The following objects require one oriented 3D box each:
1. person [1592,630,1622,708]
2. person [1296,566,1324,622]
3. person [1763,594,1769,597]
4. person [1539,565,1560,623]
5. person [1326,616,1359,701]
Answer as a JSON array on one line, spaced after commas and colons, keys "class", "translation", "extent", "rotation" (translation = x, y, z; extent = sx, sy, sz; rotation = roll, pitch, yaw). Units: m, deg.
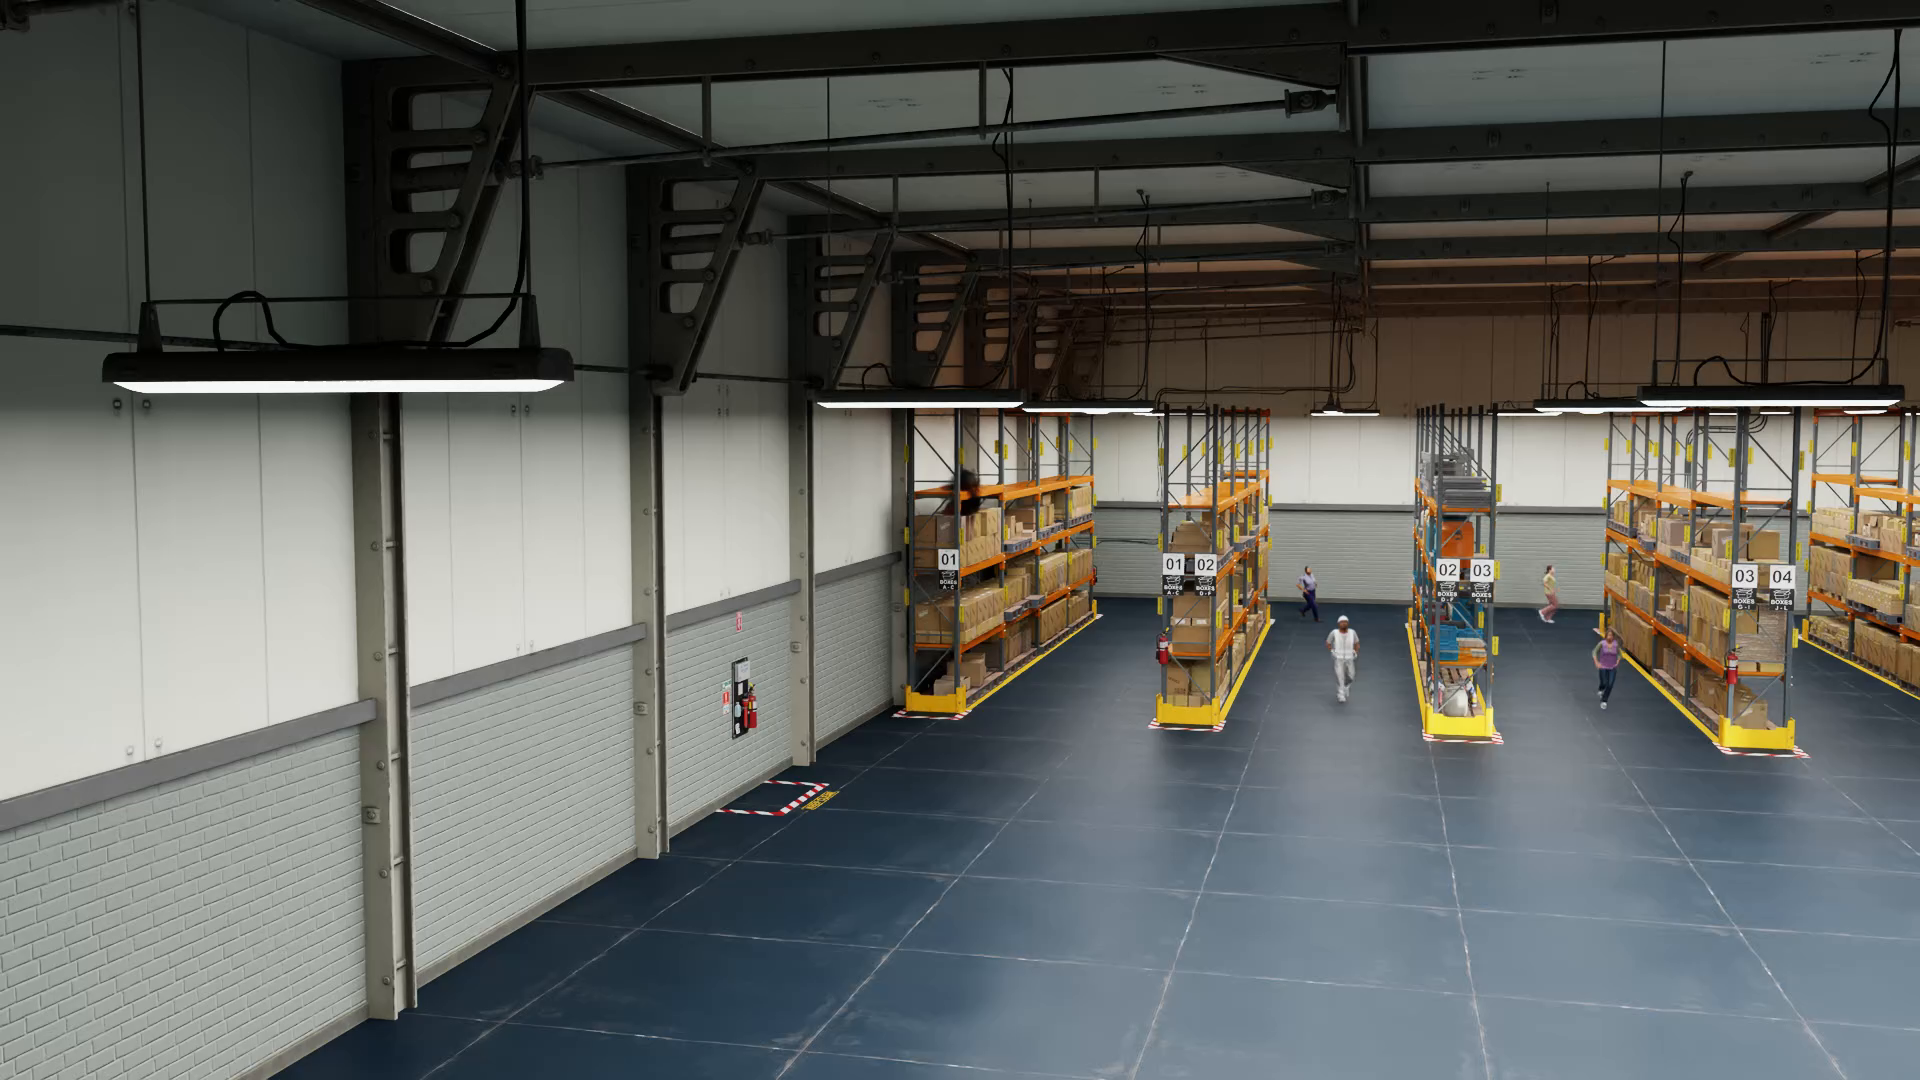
[{"class": "person", "translation": [12.859, 2.552, 33.031], "extent": [0.553, 1.557, 0.534], "rotation": [1, 4, 9]}, {"class": "person", "translation": [9.809, 1.534, 46.993], "extent": [0.658, 1.577, 0.836], "rotation": [-4, 6, -42]}, {"class": "person", "translation": [20.898, 1.756, 43.540], "extent": [0.535, 1.582, 0.730], "rotation": [3, 5, 37]}, {"class": "person", "translation": [16.538, 1.513, 46.639], "extent": [0.534, 1.624, 0.560], "rotation": [2, 5, 28]}, {"class": "person", "translation": [7.762, 2.402, 33.700], "extent": [0.678, 1.733, 0.620], "rotation": [0, 4, 3]}]
